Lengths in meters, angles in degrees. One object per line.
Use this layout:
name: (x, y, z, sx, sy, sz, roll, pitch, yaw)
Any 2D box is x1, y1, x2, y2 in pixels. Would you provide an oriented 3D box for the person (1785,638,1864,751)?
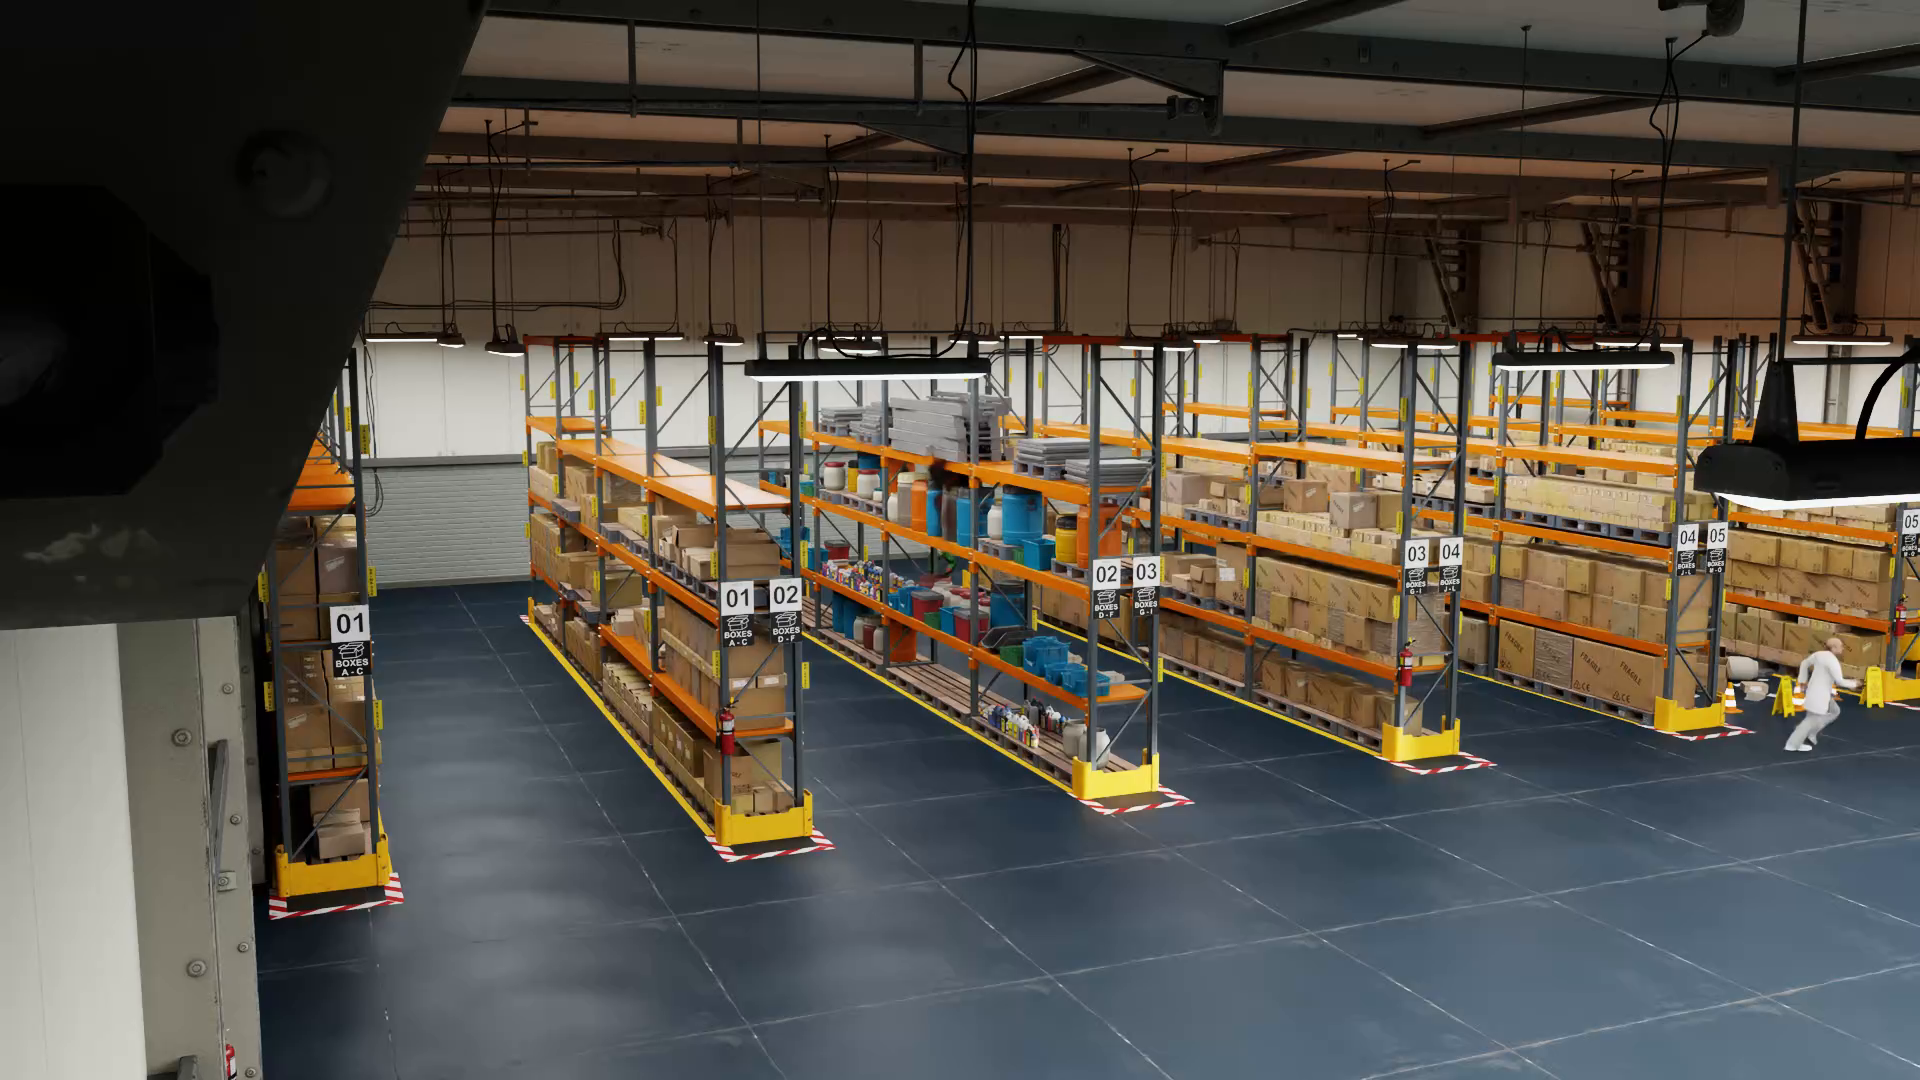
person: (12.643, 2.262, 24.311, 0.981, 1.700, 0.724, 2, 8, 13)

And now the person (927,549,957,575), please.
person: (-0.399, 0.241, 39.163, 0.974, 1.711, 0.633, -5, 9, -33)
